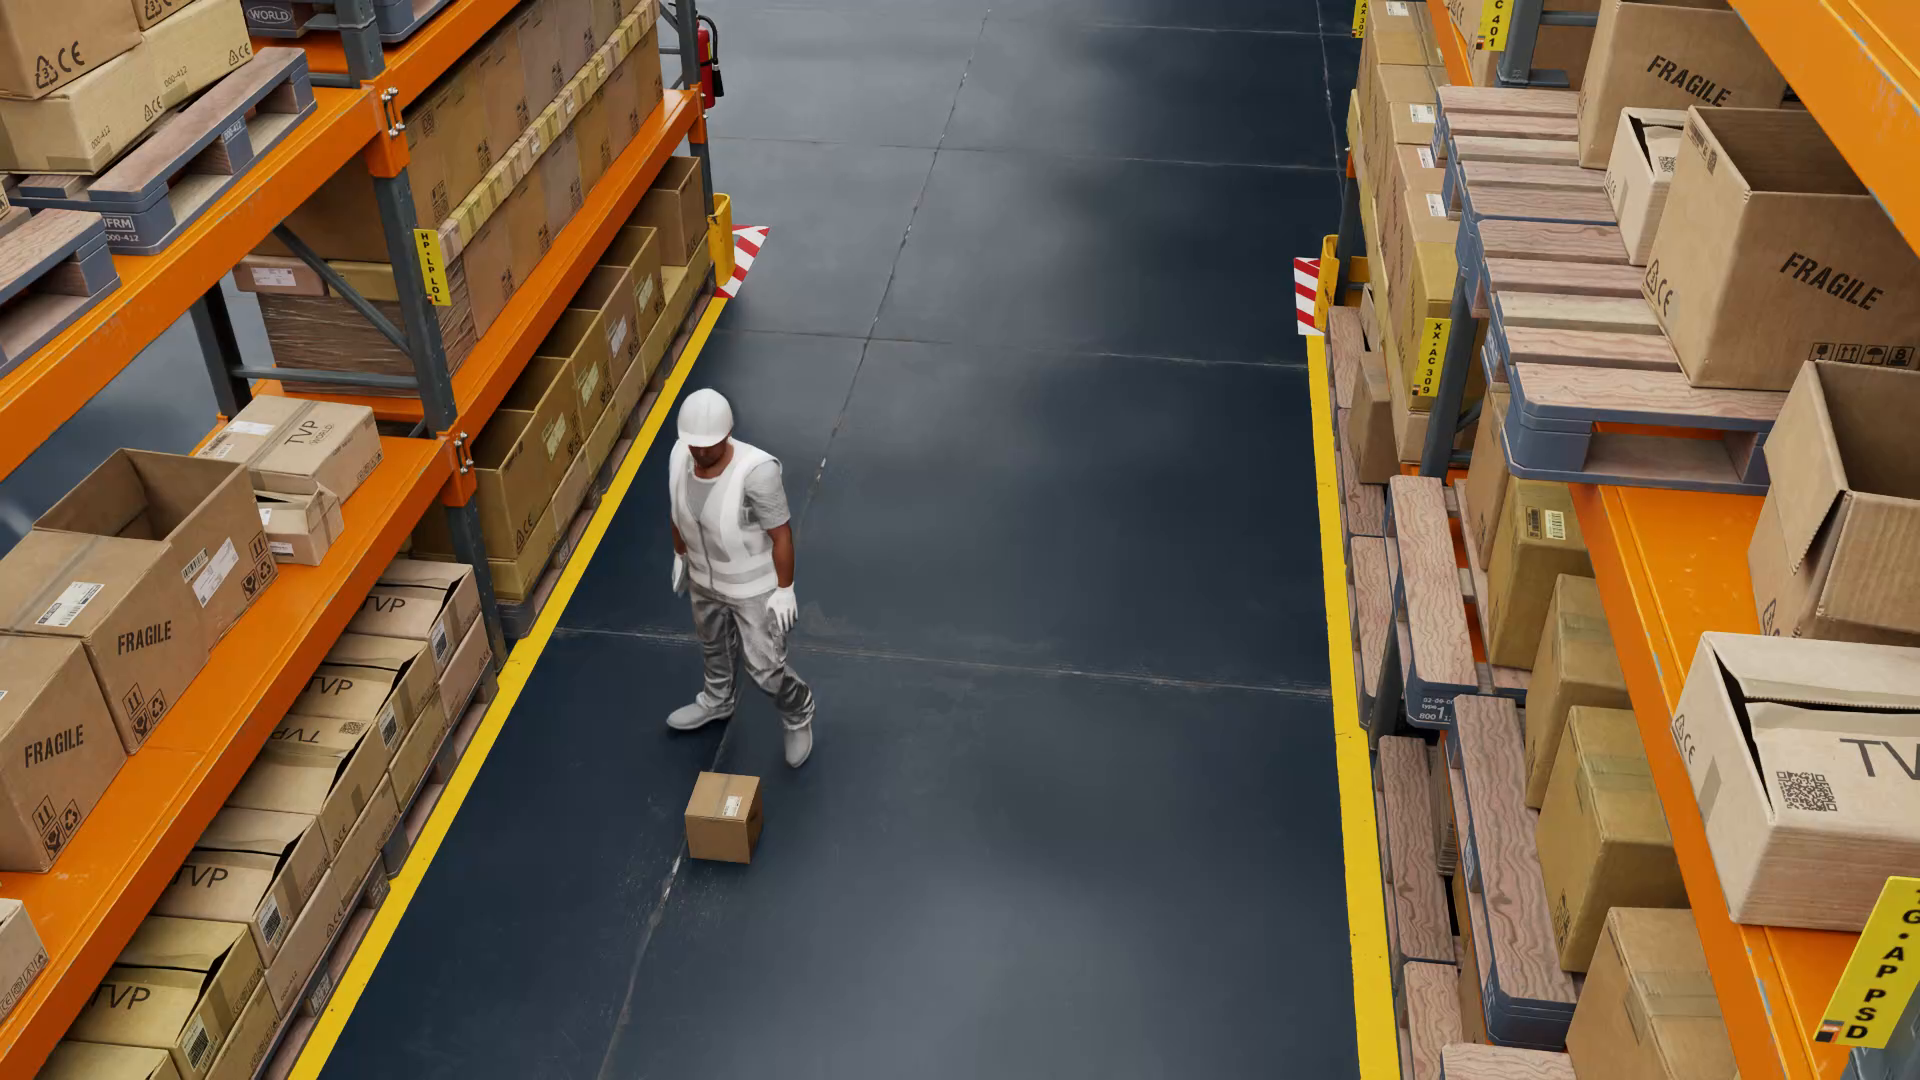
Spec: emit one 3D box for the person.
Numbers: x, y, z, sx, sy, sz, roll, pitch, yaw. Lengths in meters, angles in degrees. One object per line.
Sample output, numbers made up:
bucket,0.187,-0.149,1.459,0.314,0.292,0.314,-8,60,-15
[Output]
person,-0.937,0.150,6.804,0.684,1.800,0.411,22,41,27
